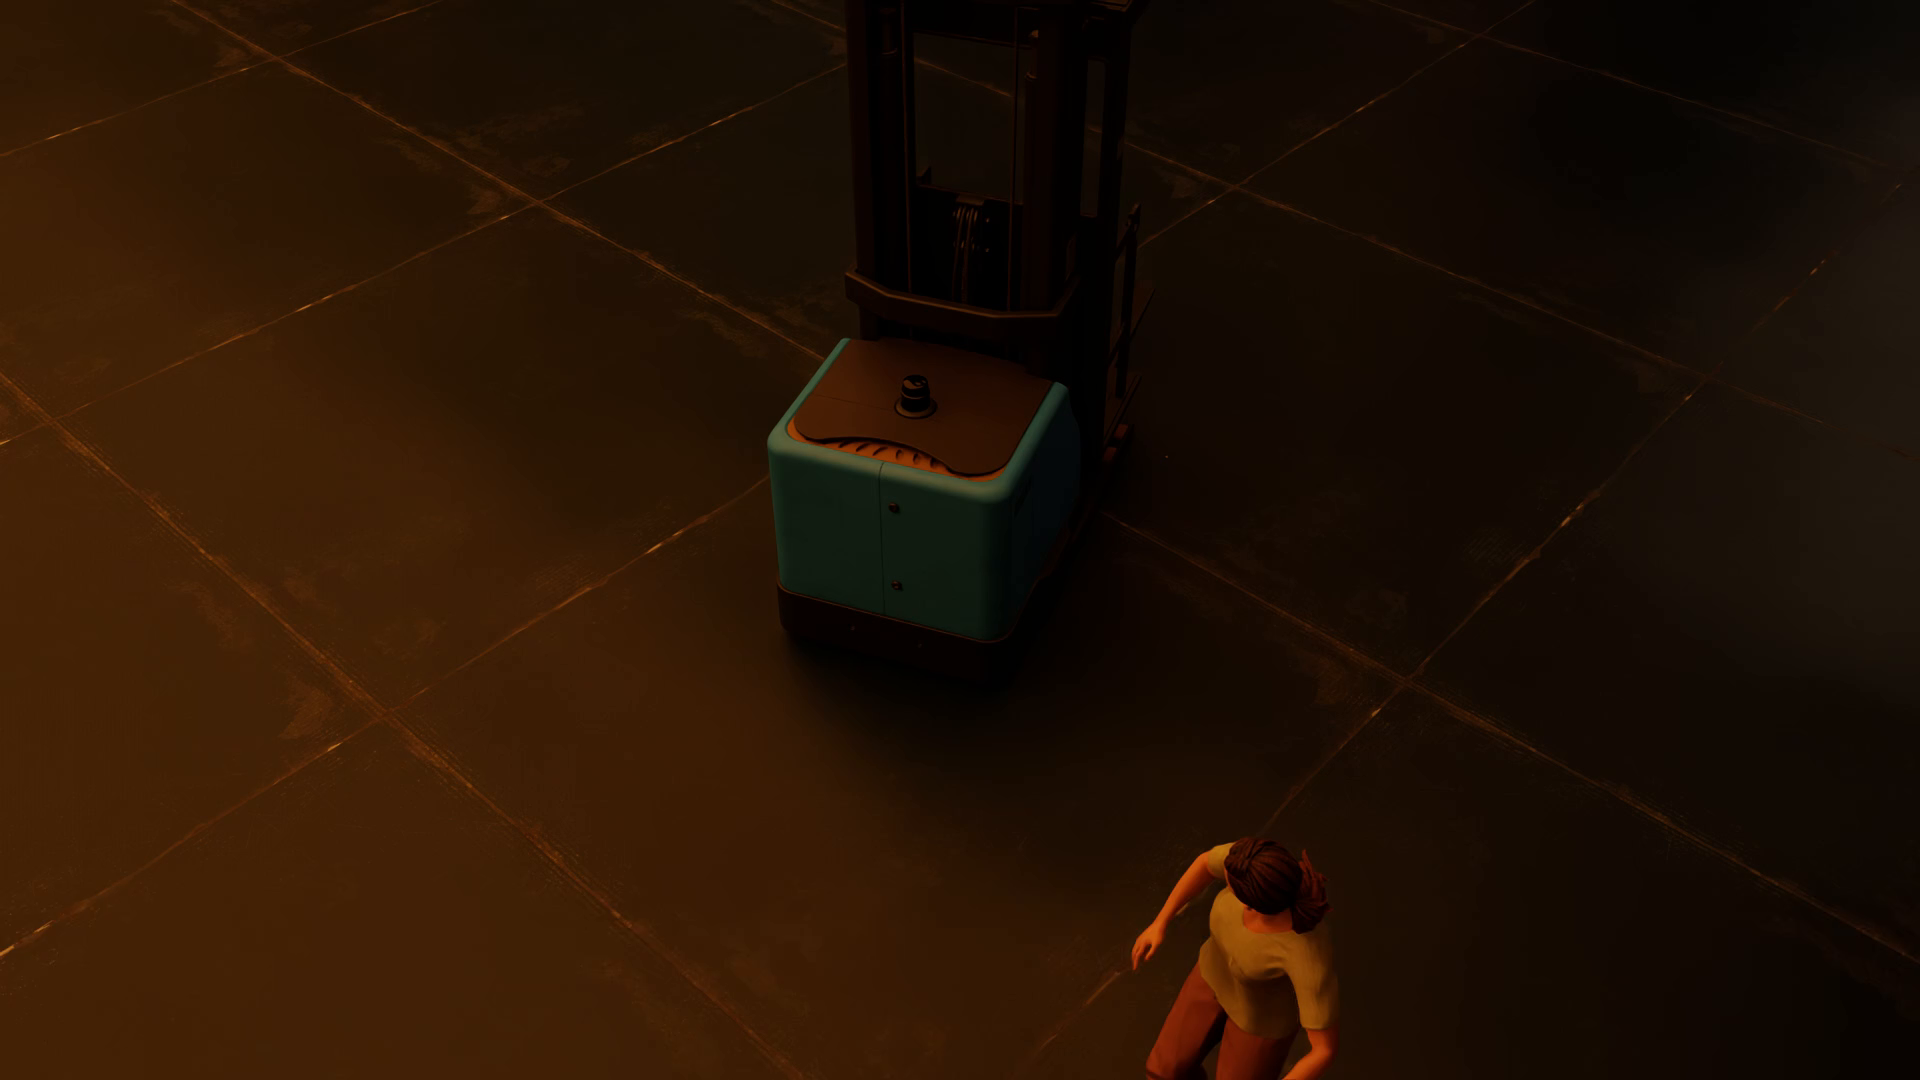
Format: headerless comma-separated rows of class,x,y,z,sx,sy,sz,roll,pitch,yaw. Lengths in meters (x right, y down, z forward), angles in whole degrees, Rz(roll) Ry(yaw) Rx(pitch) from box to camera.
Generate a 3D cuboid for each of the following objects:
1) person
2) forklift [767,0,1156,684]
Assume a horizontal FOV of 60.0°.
person,0.829,1.457,4.893,0.420,1.336,0.603,-22,45,-24
forklift,0.211,-1.484,7.158,1.130,2.935,3.031,14,42,15
